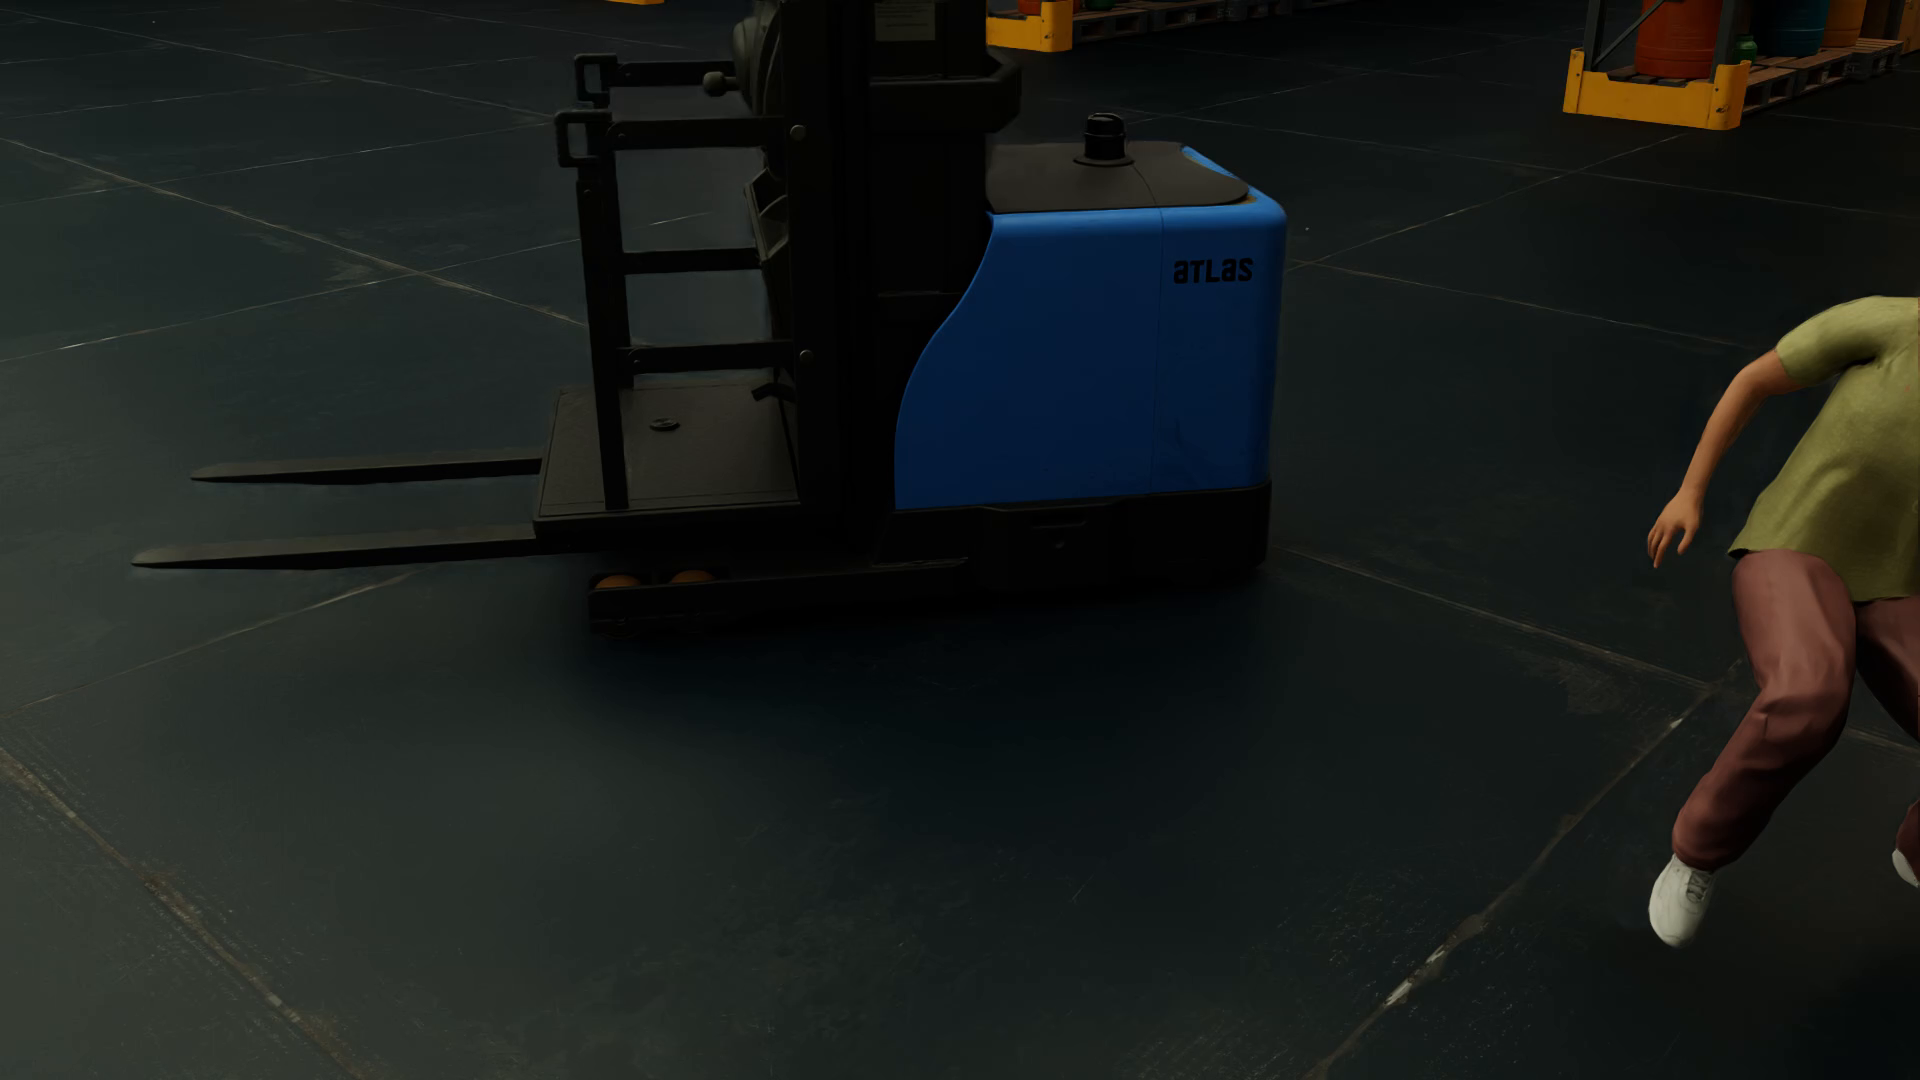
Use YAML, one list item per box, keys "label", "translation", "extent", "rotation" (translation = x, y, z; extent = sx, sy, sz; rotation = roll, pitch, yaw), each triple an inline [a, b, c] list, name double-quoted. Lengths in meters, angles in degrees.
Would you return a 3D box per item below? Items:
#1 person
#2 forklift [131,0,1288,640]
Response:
- label: "person"
  translation: [1.614, 0.096, 2.917]
  extent: [0.718, 1.413, 0.596]
  rotation: [5, 24, 12]
- label: "forklift"
  translation: [-0.699, -1.309, 4.312]
  extent: [3.031, 2.935, 1.130]
  rotation: [-4, 24, -9]
